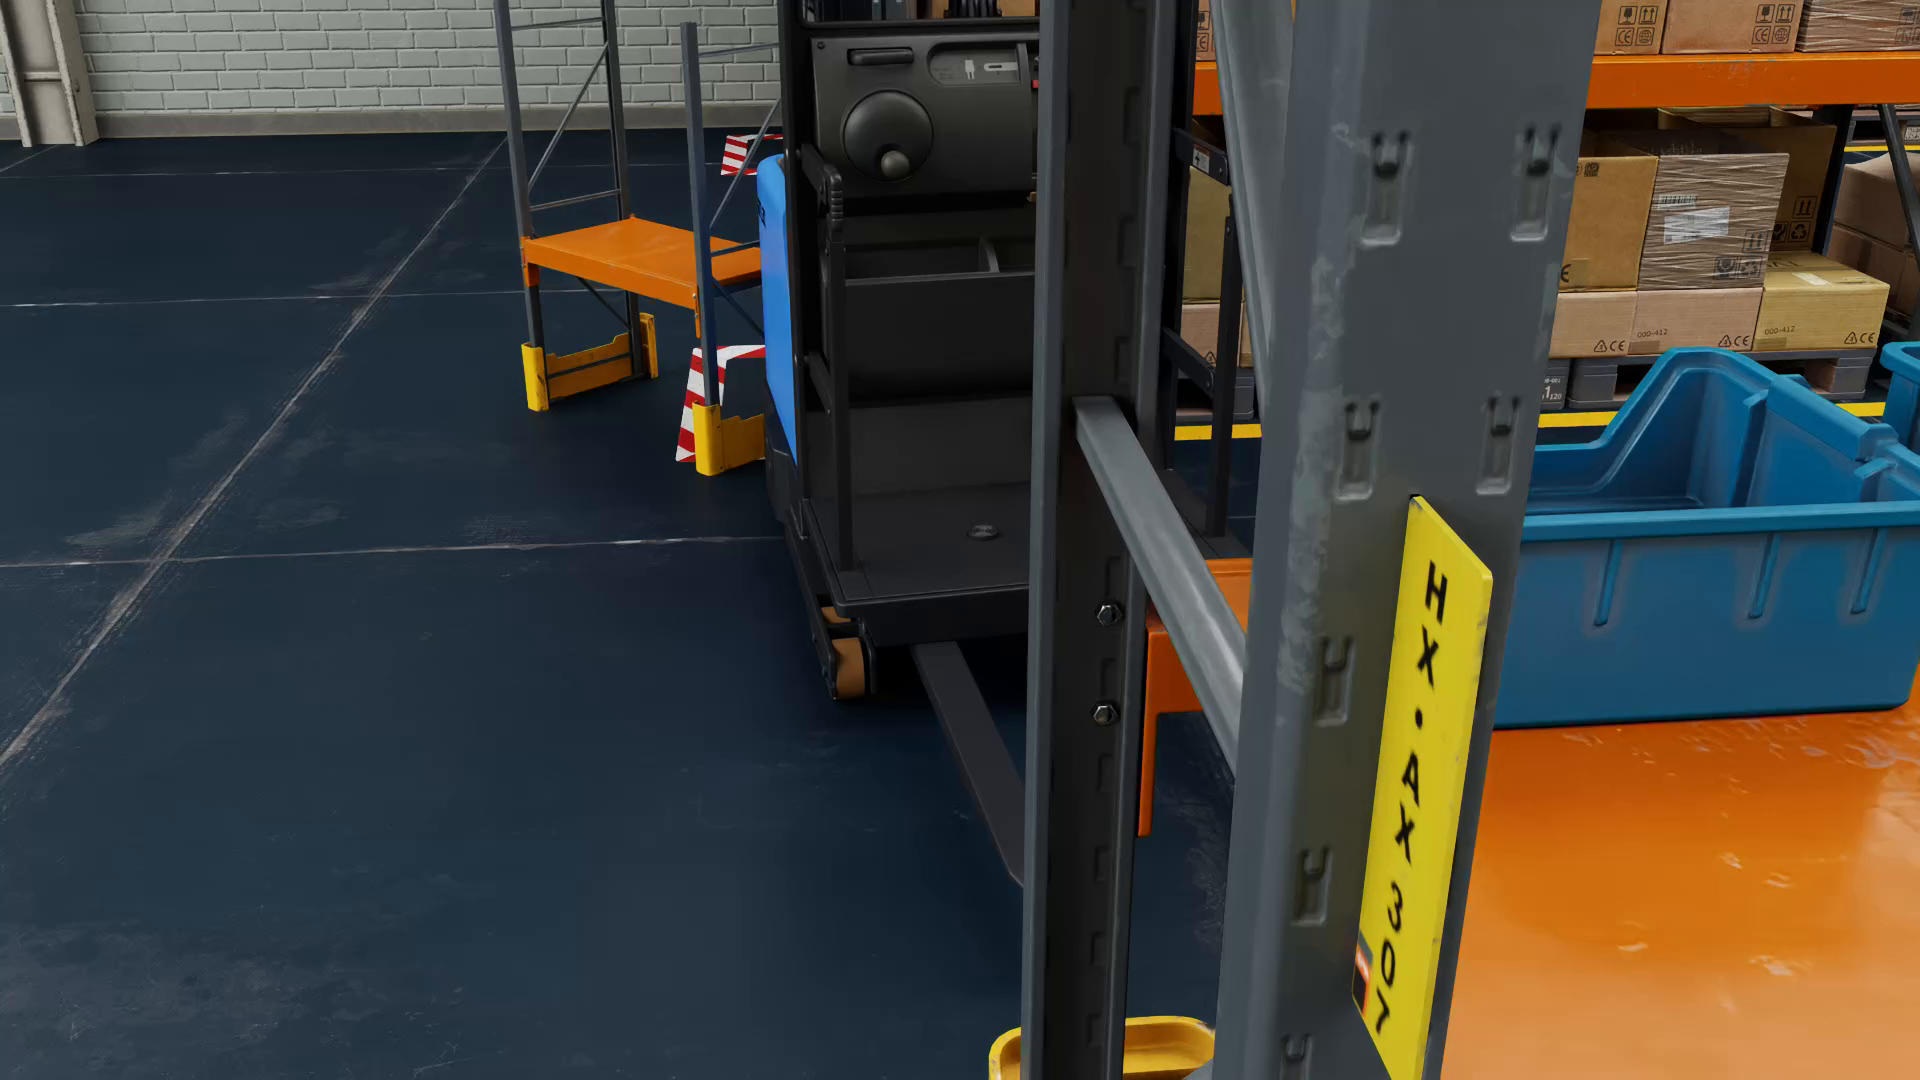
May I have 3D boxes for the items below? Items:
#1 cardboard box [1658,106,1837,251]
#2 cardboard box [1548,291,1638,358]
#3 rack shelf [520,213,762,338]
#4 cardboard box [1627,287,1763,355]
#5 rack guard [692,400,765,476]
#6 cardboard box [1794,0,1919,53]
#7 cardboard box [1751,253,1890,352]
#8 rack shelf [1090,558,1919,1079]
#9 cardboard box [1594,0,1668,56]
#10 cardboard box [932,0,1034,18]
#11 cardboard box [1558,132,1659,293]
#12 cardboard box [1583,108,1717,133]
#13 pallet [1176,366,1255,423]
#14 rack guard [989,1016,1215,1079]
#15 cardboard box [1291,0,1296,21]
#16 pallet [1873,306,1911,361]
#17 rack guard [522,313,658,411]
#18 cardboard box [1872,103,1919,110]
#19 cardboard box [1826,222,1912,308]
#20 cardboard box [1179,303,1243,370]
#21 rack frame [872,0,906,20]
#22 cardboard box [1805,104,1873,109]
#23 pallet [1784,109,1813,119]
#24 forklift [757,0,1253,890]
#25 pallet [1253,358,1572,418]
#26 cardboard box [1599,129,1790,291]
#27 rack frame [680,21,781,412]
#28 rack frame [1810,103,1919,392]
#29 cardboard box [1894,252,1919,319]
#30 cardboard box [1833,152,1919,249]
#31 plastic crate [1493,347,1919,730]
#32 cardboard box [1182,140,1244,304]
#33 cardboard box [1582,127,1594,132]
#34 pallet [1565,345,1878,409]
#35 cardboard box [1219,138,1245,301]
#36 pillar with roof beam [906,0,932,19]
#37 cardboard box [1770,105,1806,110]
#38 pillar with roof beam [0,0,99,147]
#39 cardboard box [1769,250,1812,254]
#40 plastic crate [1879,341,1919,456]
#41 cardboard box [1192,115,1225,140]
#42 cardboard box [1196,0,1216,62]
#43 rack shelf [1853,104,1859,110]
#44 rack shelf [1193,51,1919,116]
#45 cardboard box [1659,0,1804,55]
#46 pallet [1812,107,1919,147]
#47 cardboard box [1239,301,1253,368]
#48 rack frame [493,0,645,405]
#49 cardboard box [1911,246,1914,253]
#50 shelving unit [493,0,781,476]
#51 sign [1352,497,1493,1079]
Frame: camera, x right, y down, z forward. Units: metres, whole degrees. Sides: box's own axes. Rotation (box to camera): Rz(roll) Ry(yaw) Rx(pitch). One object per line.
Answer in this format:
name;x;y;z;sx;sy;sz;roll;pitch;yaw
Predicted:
cardboard box;3.198;-1.499;6.875;0.500;0.500;0.500;-2;24;-5
cardboard box;2.256;-0.900;6.449;0.500;0.250;0.500;-2;24;-5
rack shelf;-1.078;-0.977;6.044;1.000;0.185;0.538;20;31;37
cardboard box;2.752;-0.926;6.508;0.500;0.250;0.500;-2;24;-5
rack guard;-0.699;-0.433;5.916;0.087;0.250;0.587;20;31;37
cardboard box;3.250;-2.138;6.245;0.500;0.500;0.700;-3;24;-7
cardboard box;3.251;-0.942;6.544;0.500;0.250;0.500;-2;24;-5
rack shelf;2.183;0.298;1.773;4.000;0.370;1.077;-2;24;-5
cardboard box;2.226;-2.096;6.150;0.500;0.500;0.700;-2;24;-4
cardboard box;0.176;-2.012;5.962;0.500;0.500;0.700;-2;24;-5
cardboard box;2.255;-1.248;6.309;0.500;0.500;0.500;-2;24;-5
cardboard box;2.701;-1.476;6.823;0.500;0.500;0.500;-2;24;-5
pallet;0.467;-0.727;6.625;1.213;0.211;1.003;-2;24;-5
rack guard;0.264;1.169;2.004;0.348;0.500;1.175;-2;24;-5
cardboard box;1.193;-2.053;6.052;0.500;0.500;0.700;-2;24;-5
pallet;4.420;-0.884;6.979;1.213;0.211;1.003;-2;24;-5
rack guard;-1.442;-0.702;6.522;0.087;0.250;0.587;20;31;37
cardboard box;6.469;-3.284;11.481;0.500;0.500;0.700;-2;24;-4
cardboard box;4.075;-1.182;7.085;0.500;0.250;0.500;-3;24;-6
cardboard box;0.763;-0.842;6.319;0.500;0.250;0.500;-2;24;-5
rack frame;-0.290;-1.953;5.952;0.127;3.000;1.000;-2;24;-5
cardboard box;5.945;-3.310;11.540;0.500;0.500;0.700;-2;24;-5
pallet;5.191;-2.923;11.565;1.213;0.211;1.003;-2;24;-5
forklift;0.134;-1.089;4.092;1.130;2.935;3.031;-5;24;-11
pallet;1.678;-0.774;6.731;1.213;0.211;1.003;-2;24;-5
cardboard box;2.752;-1.269;6.357;0.500;0.500;0.500;-2;24;-5
rack frame;-0.698;-1.004;5.662;0.032;1.500;0.500;20;31;37
rack frame;3.691;-2.113;6.311;0.127;3.000;1.000;-2;24;-5
cardboard box;4.116;-0.964;6.595;0.500;0.250;0.500;-3;24;-6
cardboard box;4.065;-1.437;6.967;0.500;0.311;0.500;-2;24;-5
plastic crate;0.662;-0.024;1.794;0.616;0.251;0.499;-2;24;-5
cardboard box;0.763;-1.184;6.165;0.500;0.500;0.500;-2;24;-5
cardboard box;2.203;-1.459;6.785;0.500;0.500;0.500;-2;24;-5
pallet;2.895;-0.824;6.844;1.213;0.211;1.003;-2;24;-5
cardboard box;1.259;-1.209;6.222;0.500;0.500;0.500;-2;24;-5
pillar with roof beam;0.254;-5.334;6.172;0.400;9.000;9.100;-2;24;-5
cardboard box;5.453;-3.279;11.470;0.500;0.500;0.700;-2;24;-5
pillar with roof beam;-5.717;-5.095;5.633;0.400;9.000;9.100;-2;24;-5
cardboard box;3.199;-1.152;7.018;0.500;0.250;0.500;-2;24;-5
plastic crate;1.309;-0.048;1.847;0.408;0.251;0.499;-2;24;-5
cardboard box;1.208;-1.419;6.694;0.500;0.500;0.500;-2;24;-5
cardboard box;0.698;-2.035;6.013;0.500;0.500;0.700;-2;24;-4
rack shelf;5.681;-1.864;6.637;4.000;0.370;1.077;-2;24;-5
rack shelf;1.700;-1.704;6.277;4.000;0.370;1.077;-2;24;-5
cardboard box;2.725;-2.115;6.192;0.500;0.500;0.700;-3;24;-6
pallet;6.403;-2.970;11.672;1.213;0.211;1.003;-2;24;-5
cardboard box;1.260;-0.861;6.363;0.500;0.250;0.500;-2;24;-5
rack frame;-1.457;-1.279;6.280;0.032;1.500;0.500;20;31;37
cardboard box;4.126;-1.221;6.481;0.500;0.311;0.500;-2;24;-5
shelving unit;-1.071;-1.139;5.965;1.083;1.500;0.587;20;31;37
sign;0.243;0.145;0.890;0.005;0.325;0.100;-2;24;-5
